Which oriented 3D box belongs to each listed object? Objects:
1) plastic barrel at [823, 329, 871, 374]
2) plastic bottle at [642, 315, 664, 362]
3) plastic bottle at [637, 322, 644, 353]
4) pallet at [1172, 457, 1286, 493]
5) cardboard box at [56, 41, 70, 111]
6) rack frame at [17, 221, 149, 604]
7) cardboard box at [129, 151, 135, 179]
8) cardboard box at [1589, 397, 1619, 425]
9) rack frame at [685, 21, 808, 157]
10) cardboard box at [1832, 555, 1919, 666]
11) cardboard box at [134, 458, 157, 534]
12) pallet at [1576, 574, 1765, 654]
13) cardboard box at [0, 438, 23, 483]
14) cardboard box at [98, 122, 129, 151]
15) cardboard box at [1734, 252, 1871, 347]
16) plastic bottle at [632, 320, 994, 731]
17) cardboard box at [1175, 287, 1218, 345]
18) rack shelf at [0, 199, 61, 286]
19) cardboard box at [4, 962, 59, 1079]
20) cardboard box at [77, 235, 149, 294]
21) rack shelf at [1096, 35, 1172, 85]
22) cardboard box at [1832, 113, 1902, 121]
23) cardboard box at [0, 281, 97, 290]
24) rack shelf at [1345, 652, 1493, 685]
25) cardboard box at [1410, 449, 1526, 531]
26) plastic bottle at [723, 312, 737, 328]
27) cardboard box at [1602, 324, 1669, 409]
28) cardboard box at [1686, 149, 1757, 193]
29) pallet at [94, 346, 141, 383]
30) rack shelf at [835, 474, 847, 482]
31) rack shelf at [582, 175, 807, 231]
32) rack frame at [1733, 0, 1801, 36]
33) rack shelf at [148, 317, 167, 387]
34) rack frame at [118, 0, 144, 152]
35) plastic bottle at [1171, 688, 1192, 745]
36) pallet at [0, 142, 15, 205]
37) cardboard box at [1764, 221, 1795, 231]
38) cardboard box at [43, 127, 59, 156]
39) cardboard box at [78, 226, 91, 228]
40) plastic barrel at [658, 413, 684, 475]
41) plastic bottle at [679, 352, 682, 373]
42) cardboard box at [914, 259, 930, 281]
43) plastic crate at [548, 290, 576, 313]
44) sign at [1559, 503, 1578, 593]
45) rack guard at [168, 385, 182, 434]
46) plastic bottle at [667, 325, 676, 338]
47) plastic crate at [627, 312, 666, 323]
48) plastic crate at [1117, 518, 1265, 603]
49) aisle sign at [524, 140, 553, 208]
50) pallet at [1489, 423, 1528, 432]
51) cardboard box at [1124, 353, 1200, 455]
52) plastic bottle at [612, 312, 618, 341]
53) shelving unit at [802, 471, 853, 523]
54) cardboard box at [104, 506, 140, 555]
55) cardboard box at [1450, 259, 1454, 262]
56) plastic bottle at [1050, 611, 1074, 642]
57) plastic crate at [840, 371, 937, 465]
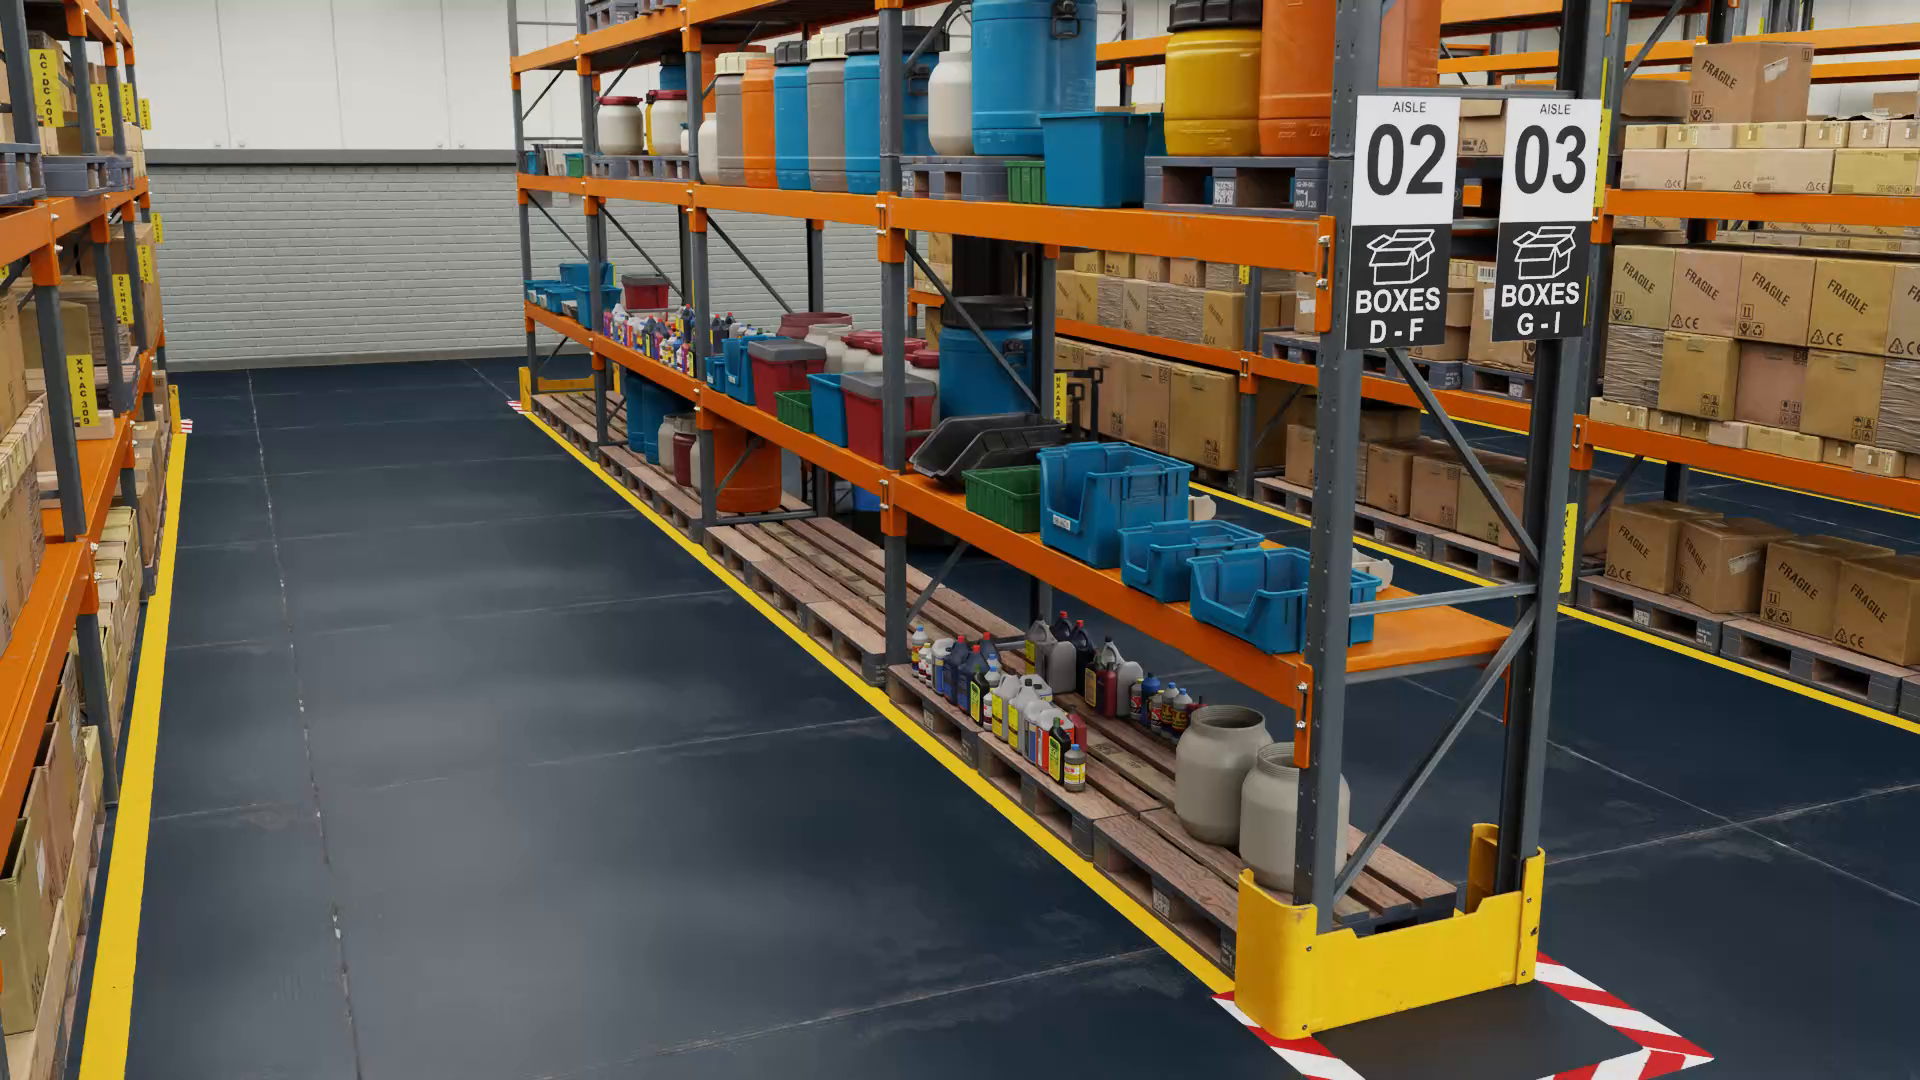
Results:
[{"bbox_3d":[-0.771,-1.212,11.706,0.421,0.512,0.421,0,13,0],"label":"plastic barrel"},{"bbox_3d":[-2.621,-1.751,14.391,0.144,0.351,0.637,-6,14,-23],"label":"plastic bottle"},{"bbox_3d":[-2.828,-1.806,14.805,0.097,0.271,0.097,0,13,0],"label":"plastic bottle"},{"bbox_3d":[2.744,-0.696,15.910,1.003,0.211,1.213,-6,14,-23],"label":"pallet"},{"bbox_3d":[-6.665,-3.290,11.840,0.500,0.500,0.500,-6,14,-23],"label":"cardboard box"},{"bbox_3d":[-6.087,-0.991,11.000,1.000,3.000,0.127,-6,14,-23],"label":"rack frame"},{"bbox_3d":[-7.854,-3.432,15.227,0.500,0.250,0.500,-6,14,-23],"label":"cardboard box"},{"bbox_3d":[4.404,-0.865,11.011,0.380,0.149,0.250,-6,14,-23],"label":"cardboard box"},{"bbox_3d":[-1.547,-4.360,12.253,1.000,3.000,0.127,-6,14,-23],"label":"rack frame"},{"bbox_3d":[5.457,0.399,9.606,0.500,0.500,0.500,-4,14,-18],"label":"cardboard box"},{"bbox_3d":[-6.419,-0.319,12.665,0.500,0.500,0.500,-6,14,-24],"label":"cardboard box"},{"bbox_3d":[4.895,0.435,11.020,1.003,0.211,1.213,-6,14,-23],"label":"pallet"},{"bbox_3d":[-3.774,-0.282,6.276,0.380,0.149,0.250,-6,14,-23],"label":"cardboard box"},{"bbox_3d":[-7.657,-3.572,14.724,0.500,0.250,0.500,-6,14,-23],"label":"cardboard box"},{"bbox_3d":[4.942,-1.417,9.741,0.500,0.500,0.500,-6,14,-23],"label":"cardboard box"},{"bbox_3d":[-1.333,-0.518,11.625,0.255,1.356,7.774,-6,14,-23],"label":"plastic bottle"},{"bbox_3d":[2.372,-2.117,15.642,0.500,0.500,0.500,-6,14,-23],"label":"cardboard box"},{"bbox_3d":[-3.684,-0.862,5.386,1.077,0.370,4.000,-6,14,-23],"label":"rack shelf"},{"bbox_3d":[-3.097,1.563,5.131,0.500,0.250,0.500,-6,14,-23],"label":"cardboard box"},{"bbox_3d":[-7.621,-2.476,14.977,0.500,0.500,0.500,-5,14,-21],"label":"cardboard box"},{"bbox_3d":[2.190,-4.676,16.097,1.077,0.370,4.000,-6,14,-23],"label":"rack shelf"},{"bbox_3d":[8.071,-3.604,14.683,0.500,0.311,0.500,-6,14,-24],"label":"cardboard box"},{"bbox_3d":[-7.371,-1.816,13.412,0.700,0.500,0.500,-3,13,-14],"label":"cardboard box"},{"bbox_3d":[0.856,0.083,7.638,0.831,0.071,3.687,-6,14,-23],"label":"rack shelf"},{"bbox_3d":[3.969,-0.400,13.013,0.700,0.500,0.500,-7,15,-28],"label":"cardboard box"},{"bbox_3d":[-2.040,-1.852,14.829,0.144,0.351,0.185,-6,14,-23],"label":"plastic bottle"},{"bbox_3d":[4.717,-1.154,10.821,0.875,0.500,0.500,-6,14,-23],"label":"cardboard box"},{"bbox_3d":[4.755,-2.222,9.998,0.500,0.250,0.500,-6,14,-23],"label":"cardboard box"},{"bbox_3d":[-6.871,-1.299,12.755,1.003,0.211,1.213,-6,14,-23],"label":"pallet"},{"bbox_3d":[-1.013,-0.646,14.423,0.459,0.093,0.952,-4,14,-18],"label":"rack shelf"},{"bbox_3d":[-2.348,-2.962,14.458,1.077,0.370,4.000,-6,14,-23],"label":"rack shelf"},{"bbox_3d":[10.469,-6.529,21.624,1.000,3.000,0.127,-6,14,-23],"label":"rack frame"},{"bbox_3d":[-8.491,-1.880,16.437,1.077,0.370,4.000,-6,14,-23],"label":"rack shelf"},{"bbox_3d":[-9.292,-5.567,17.464,1.000,3.000,0.127,-6,14,-23],"label":"rack frame"},{"bbox_3d":[1.079,0.856,8.092,0.097,0.271,0.097,0,13,0],"label":"plastic bottle"},{"bbox_3d":[-3.635,-1.157,5.262,1.003,0.211,1.213,-6,14,-23],"label":"pallet"},{"bbox_3d":[10.611,-3.923,21.228,0.500,0.500,0.500,-6,14,-23],"label":"cardboard box"},{"bbox_3d":[-5.627,-2.389,9.787,0.500,0.250,0.500,-5,14,-21],"label":"cardboard box"},{"bbox_3d":[-9.139,-2.957,17.054,0.500,0.500,0.500,-5,14,-22],"label":"cardboard box"},{"bbox_3d":[-2.519,-0.872,15.070,0.421,0.512,0.421,0,13,0],"label":"plastic barrel"},{"bbox_3d":[-2.222,-1.459,13.462,0.097,0.201,0.097,0,13,0],"label":"plastic bottle"},{"bbox_3d":[-0.269,-3.486,21.453,0.500,0.250,0.500,-6,14,-24],"label":"cardboard box"},{"bbox_3d":[-4.307,-2.623,18.291,0.416,0.233,0.300,-6,14,-23],"label":"plastic crate"},{"bbox_3d":[2.163,0.031,5.968,0.100,0.325,0.005,-6,14,-23],"label":"sign"},{"bbox_3d":[-9.262,-1.410,18.355,1.175,0.500,0.348,-6,14,-23],"label":"rack guard"},{"bbox_3d":[-2.500,-1.713,14.379,0.061,0.283,0.133,-6,14,-23],"label":"plastic bottle"},{"bbox_3d":[-3.205,-2.274,16.994,0.396,0.136,0.243,-6,14,-23],"label":"plastic crate"},{"bbox_3d":[0.928,0.077,6.717,0.499,0.251,0.408,-6,14,-23],"label":"plastic crate"},{"bbox_3d":[-5.053,-4.345,19.726,0.394,0.787,0.004,-6,14,-23],"label":"aisle sign"},{"bbox_3d":[8.019,-2.142,22.155,6.027,0.211,6.516,-6,14,-23],"label":"pallet"},{"bbox_3d":[2.384,-1.384,16.477,1.225,0.875,0.875,-6,14,-23],"label":"cardboard box"},{"bbox_3d":[-3.238,-2.017,15.719,0.097,0.271,0.097,0,13,0],"label":"plastic bottle"},{"bbox_3d":[10.748,-2.660,11.554,21.314,6.053,12.941,-4,14,-18],"label":"shelving unit"},{"bbox_3d":[-5.652,-0.043,10.828,0.500,0.311,0.500,-5,14,-21],"label":"cardboard box"},{"bbox_3d":[5.828,-3.331,19.415,0.380,0.149,0.250,-5,14,-21],"label":"cardboard box"},{"bbox_3d":[0.577,0.572,9.145,0.144,0.351,0.185,-6,14,-24],"label":"plastic bottle"},{"bbox_3d":[-0.419,-0.715,9.664,0.402,0.464,0.583,-6,14,-23],"label":"plastic crate"}]
